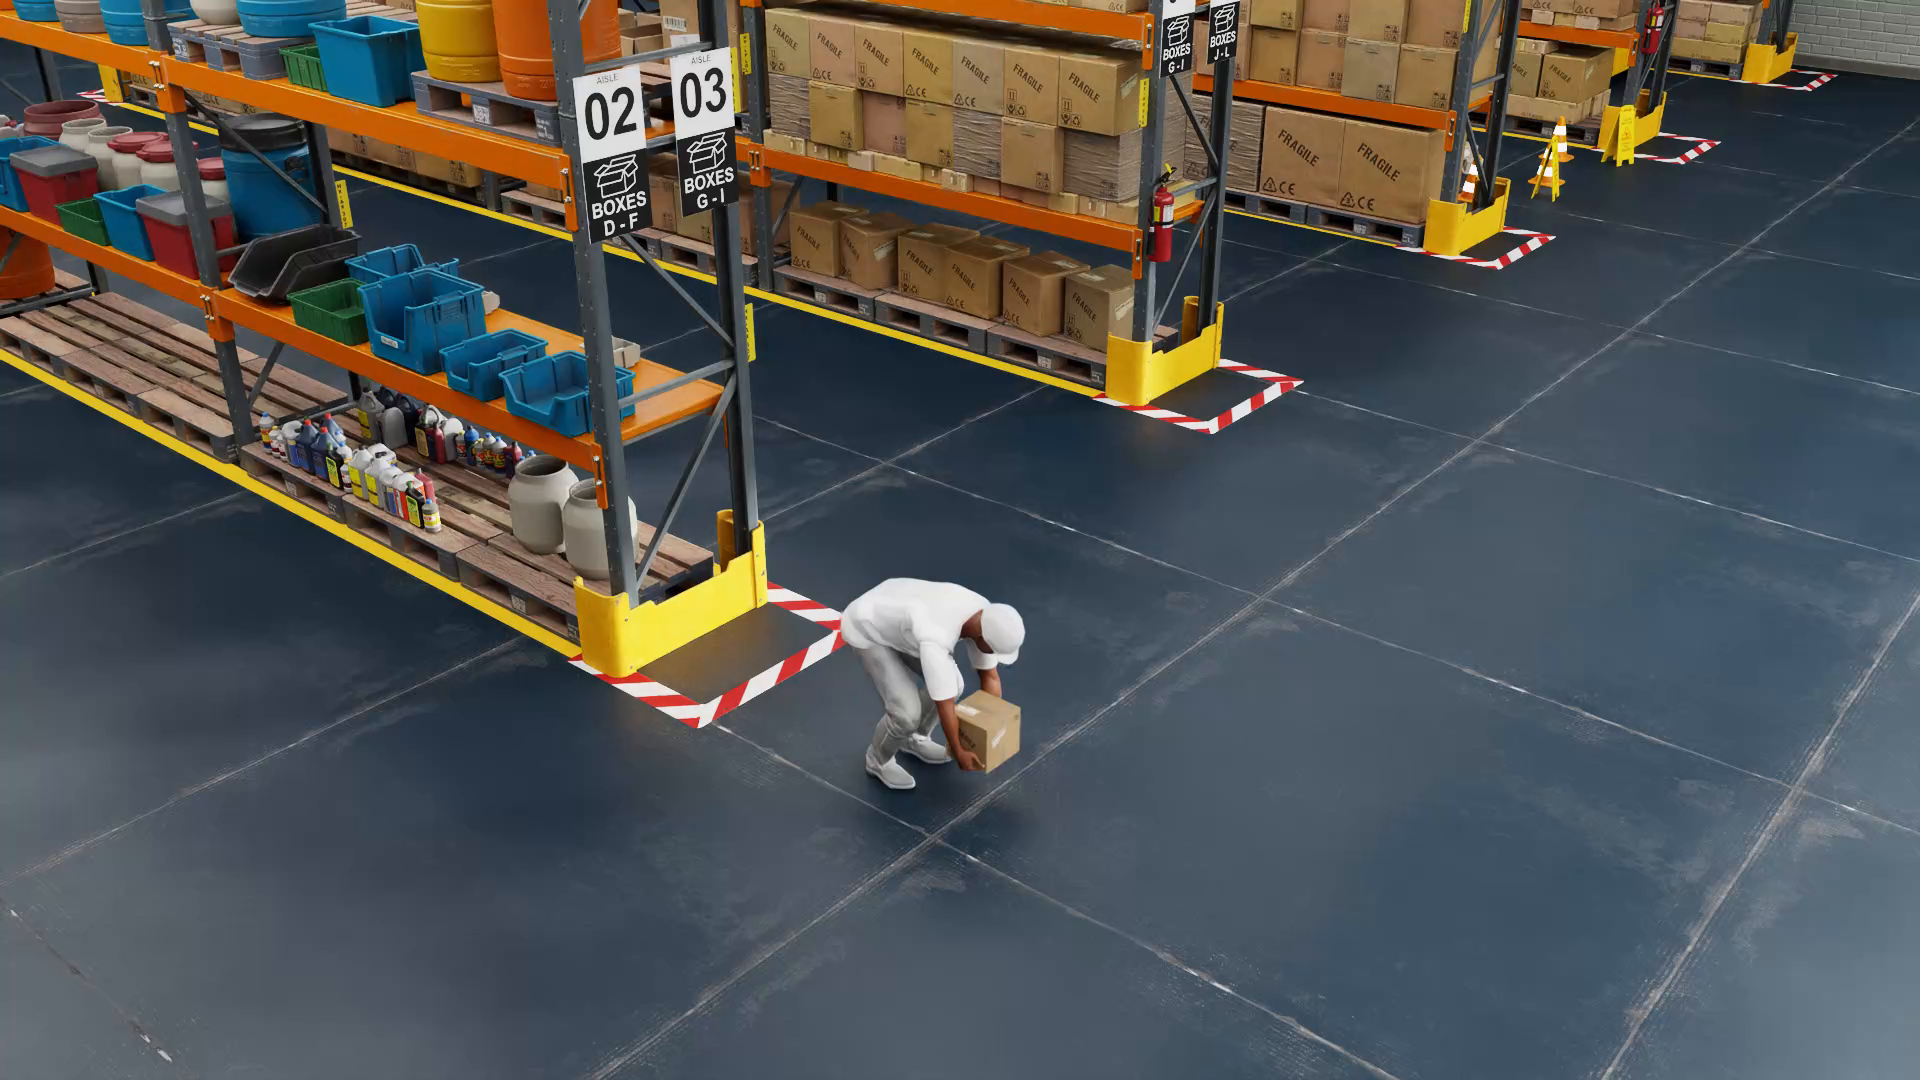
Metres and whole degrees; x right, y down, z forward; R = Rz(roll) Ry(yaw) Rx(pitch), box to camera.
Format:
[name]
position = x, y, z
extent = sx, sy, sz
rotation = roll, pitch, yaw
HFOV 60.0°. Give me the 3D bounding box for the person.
[person]
position = -0.110, 0.690, 7.976
extent = 0.965, 1.101, 0.514
rotation = 19, 33, 32
